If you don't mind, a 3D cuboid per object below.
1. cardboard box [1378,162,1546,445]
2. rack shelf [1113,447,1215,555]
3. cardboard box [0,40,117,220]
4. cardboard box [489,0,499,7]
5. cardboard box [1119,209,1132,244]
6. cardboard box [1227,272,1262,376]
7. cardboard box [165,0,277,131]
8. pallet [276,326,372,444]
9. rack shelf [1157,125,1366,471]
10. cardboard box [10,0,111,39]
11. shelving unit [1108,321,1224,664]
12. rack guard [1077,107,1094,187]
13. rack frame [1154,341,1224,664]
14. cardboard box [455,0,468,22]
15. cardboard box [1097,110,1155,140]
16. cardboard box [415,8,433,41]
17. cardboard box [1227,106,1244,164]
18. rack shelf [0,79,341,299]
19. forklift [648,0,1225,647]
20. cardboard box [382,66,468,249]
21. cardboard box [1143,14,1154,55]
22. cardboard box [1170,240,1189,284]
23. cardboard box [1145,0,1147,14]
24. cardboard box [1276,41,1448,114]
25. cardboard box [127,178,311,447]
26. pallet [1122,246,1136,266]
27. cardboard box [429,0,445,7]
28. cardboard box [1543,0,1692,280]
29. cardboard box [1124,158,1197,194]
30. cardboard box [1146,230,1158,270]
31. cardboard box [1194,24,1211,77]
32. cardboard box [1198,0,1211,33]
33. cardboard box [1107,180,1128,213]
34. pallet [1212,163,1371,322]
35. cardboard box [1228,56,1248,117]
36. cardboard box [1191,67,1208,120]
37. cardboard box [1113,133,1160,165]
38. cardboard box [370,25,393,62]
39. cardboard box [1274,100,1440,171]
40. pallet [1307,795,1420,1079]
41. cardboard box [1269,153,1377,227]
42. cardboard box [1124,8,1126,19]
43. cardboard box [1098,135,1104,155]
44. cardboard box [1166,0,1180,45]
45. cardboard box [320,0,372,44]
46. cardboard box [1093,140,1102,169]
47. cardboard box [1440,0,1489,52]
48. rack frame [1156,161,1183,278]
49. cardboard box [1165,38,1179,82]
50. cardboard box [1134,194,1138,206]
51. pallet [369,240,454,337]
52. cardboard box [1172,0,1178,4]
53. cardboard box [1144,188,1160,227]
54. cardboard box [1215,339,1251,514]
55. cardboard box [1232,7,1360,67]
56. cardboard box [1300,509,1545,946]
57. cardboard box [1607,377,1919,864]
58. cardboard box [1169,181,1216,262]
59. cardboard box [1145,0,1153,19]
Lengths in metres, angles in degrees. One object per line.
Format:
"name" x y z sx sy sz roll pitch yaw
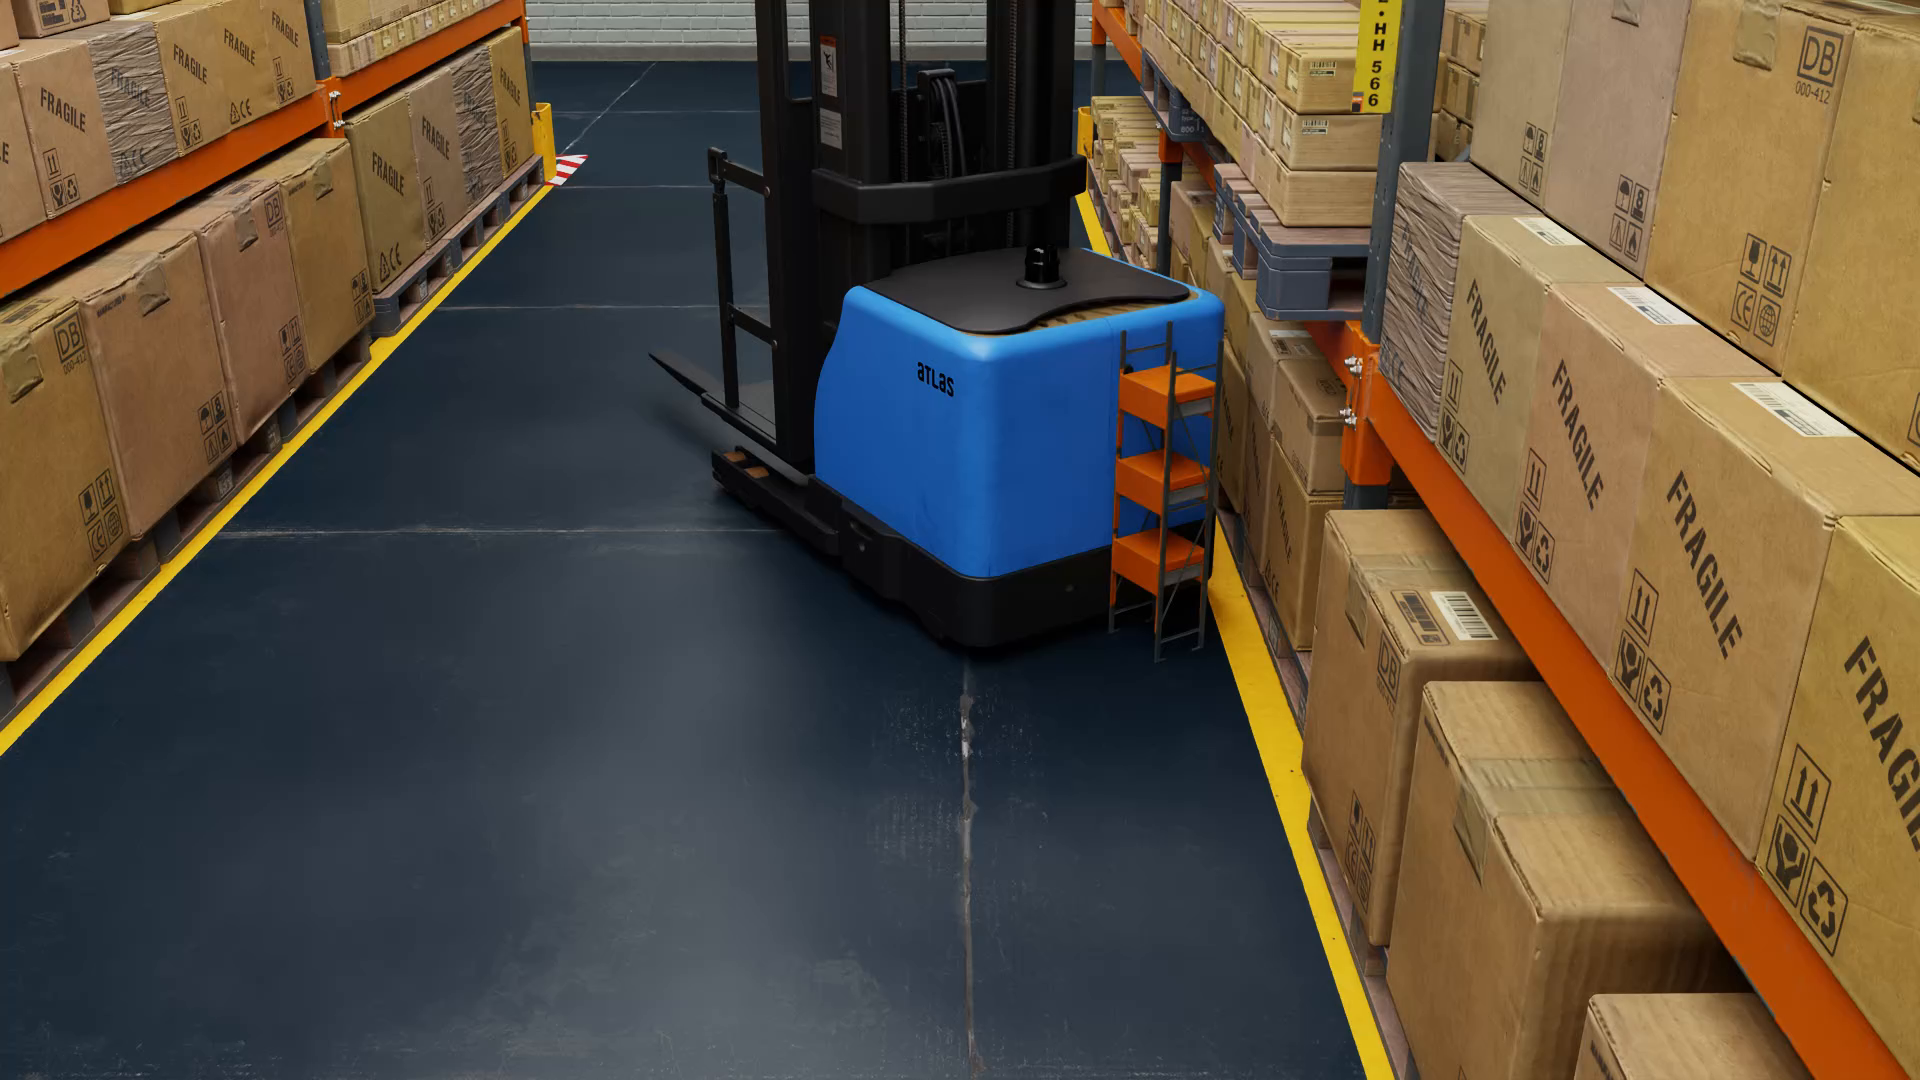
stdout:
"cardboard box" 1.251 -0.531 3.663 0.500 0.500 0.500 0 24 0
"rack shelf" 0.648 -0.136 5.301 0.215 0.259 0.240 -15 28 -29
"cardboard box" -3.195 -1.362 5.500 0.500 0.500 0.500 -1 24 -2
"cardboard box" -3.193 -3.517 10.691 0.380 0.149 0.250 0 24 0
"cardboard box" 1.116 -1.799 9.538 0.380 0.149 0.250 0 24 -1
"cardboard box" 1.240 -0.764 5.913 0.500 0.250 0.500 0 24 1
"cardboard box" -3.212 -1.990 6.888 0.500 0.500 0.500 0 24 1
"pallet" -3.405 -0.751 7.655 1.003 0.211 1.213 0 24 -1
"rack shelf" 1.494 -1.168 6.066 1.077 0.370 4.000 0 24 -1
"cardboard box" -3.455 -2.040 5.782 0.797 0.503 0.637 1 24 1
"shelving unit" 0.648 -0.145 5.297 0.215 1.050 0.252 -15 28 -29
"rack guard" 1.429 -2.798 11.830 1.175 0.500 0.348 0 24 -1
"rack frame" 0.714 -0.103 5.203 0.200 1.050 0.008 -15 28 -29
"cardboard box" -3.183 -3.200 9.991 0.380 0.149 0.250 0 24 0
"cardboard box" 1.092 -2.697 10.801 0.380 0.149 0.250 0 24 -1
"cardboard box" -3.174 -2.883 9.288 0.380 0.149 0.250 0 24 0
"cardboard box" 1.047 -1.261 5.194 0.380 0.149 0.250 -1 24 -1
"rack shelf" -3.467 -1.188 6.109 1.077 0.370 4.000 0 24 -1
"forklift" -0.335 -1.552 6.124 1.130 2.935 3.031 -15 28 -29
"cardboard box" -3.426 -2.206 9.556 0.875 0.875 0.875 0 24 -1
"cardboard box" 1.016 -2.233 7.342 0.380 0.149 0.250 -1 24 -3
"cardboard box" 1.215 -1.067 7.493 0.500 0.500 0.500 1 24 1
"cardboard box" 1.184 -2.699 8.096 0.500 0.500 0.500 0 24 0
"cardboard box" 1.052 -1.220 4.380 0.380 0.149 0.250 -1 24 -3
"cardboard box" -3.451 -0.931 6.737 1.225 0.875 0.875 -1 24 -2
"pallet" 1.429 -1.326 8.926 1.003 0.211 1.213 0 24 -1
"cardboard box" -3.241 -3.223 9.558 0.500 0.250 0.500 0 24 0
"cardboard box" 1.517 -0.780 2.999 0.700 0.500 0.500 -1 24 -1
"cardboard box" 1.135 -2.055 9.382 0.380 0.149 0.250 -1 24 -3
"cardboard box" 1.151 -1.476 8.464 0.380 0.149 0.250 0 24 0
"cardboard box" 1.035 -1.724 5.856 0.380 0.149 0.250 -1 24 -2
"cardboard box" 1.038 -1.860 5.796 0.380 0.149 0.250 0 24 1
"cardboard box" 1.115 -2.120 10.248 0.380 0.149 0.250 -1 24 -3
"pallet" 1.401 -0.878 4.783 1.213 0.211 1.003 0 24 -1
"cardboard box" 1.043 -1.407 5.156 0.380 0.149 0.250 0 24 0
"cardboard box" 1.036 -1.591 5.923 0.380 0.149 0.250 -1 24 -3
"cardboard box" 1.128 -2.372 10.083 0.380 0.149 0.250 0 24 0
"cardboard box" -3.166 -2.565 8.587 0.380 0.149 0.250 1 24 1
"cardboard box" 1.055 -1.086 4.445 0.380 0.149 0.250 0 24 1
"pallet" 1.449 0.924 3.951 1.003 0.211 1.213 0 24 -1
"cardboard box" 1.051 -0.950 4.506 0.380 0.149 0.250 0 24 0
"cardboard box" 1.190 -3.183 9.953 0.380 0.149 0.250 -1 24 -2
"cardboard box" 1.124 -2.666 11.094 0.380 0.149 0.250 0 24 -1
"cardboard box" 1.028 -2.048 6.572 0.380 0.149 0.250 -1 24 -3
"cardboard box" -3.232 -2.602 8.183 0.500 0.250 0.500 -1 24 -2
"cardboard box" 1.114 -2.644 11.405 0.380 0.149 0.250 0 24 1
"cardboard box" 1.693 -1.644 5.317 0.380 0.149 0.250 1 24 2
"rack frame" 1.472 -2.320 7.740 1.000 3.000 0.127 0 24 -1
"cardboard box" 1.026 -1.912 6.633 0.380 0.149 0.250 0 24 0
"cardboard box" 1.188 -1.907 9.415 0.380 0.149 0.250 0 24 1
"pallet" -3.419 -1.383 9.051 1.003 0.211 1.213 0 24 -1
"cardboard box" 1.026 -2.180 6.504 0.380 0.149 0.250 -1 24 -1
"cardboard box" 1.165 -1.734 8.672 0.380 0.149 0.250 0 24 0
"cardboard box" 1.223 -0.426 6.076 0.500 0.500 0.500 -1 24 -3
"cardboard box" 1.042 -1.541 5.091 0.380 0.149 0.250 0 24 1
"cardboard box" 1.432 0.413 3.917 1.050 0.750 0.750 -1 24 -1
"cardboard box" 1.267 0.091 2.287 0.500 0.500 0.500 -1 24 -1
"cardboard box" 1.216 -1.409 7.338 0.500 0.250 0.500 -1 24 -3
"cardboard box" 1.016 -2.368 7.280 0.380 0.149 0.250 0 24 0
